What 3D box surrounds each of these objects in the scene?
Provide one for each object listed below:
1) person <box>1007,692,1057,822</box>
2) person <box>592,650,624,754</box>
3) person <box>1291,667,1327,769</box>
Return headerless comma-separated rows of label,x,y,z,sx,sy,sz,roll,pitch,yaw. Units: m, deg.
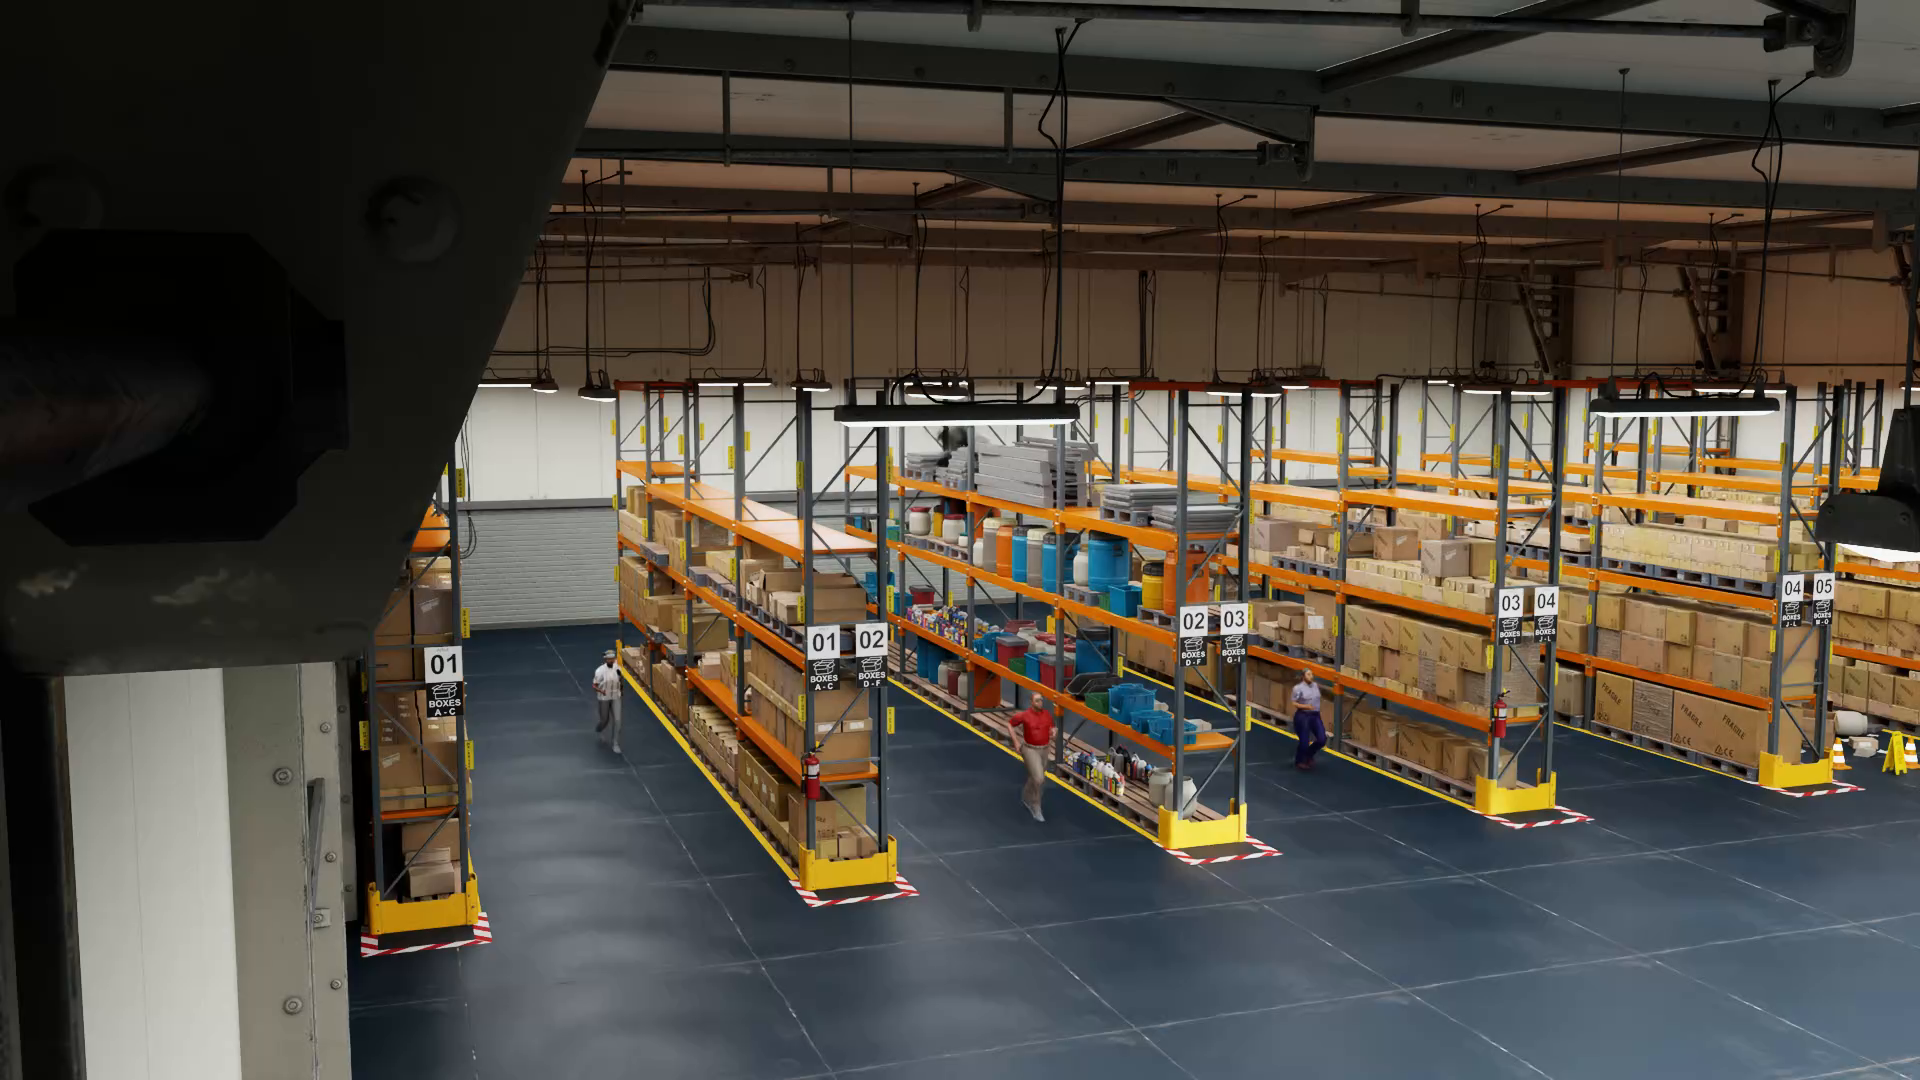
person,1.063,3.022,23.301,0.633,1.800,0.770,-5,8,-38
person,-5.783,2.617,27.363,0.563,1.686,0.869,-3,7,-29
person,5.449,2.799,25.858,0.591,1.606,0.576,-2,6,-22
